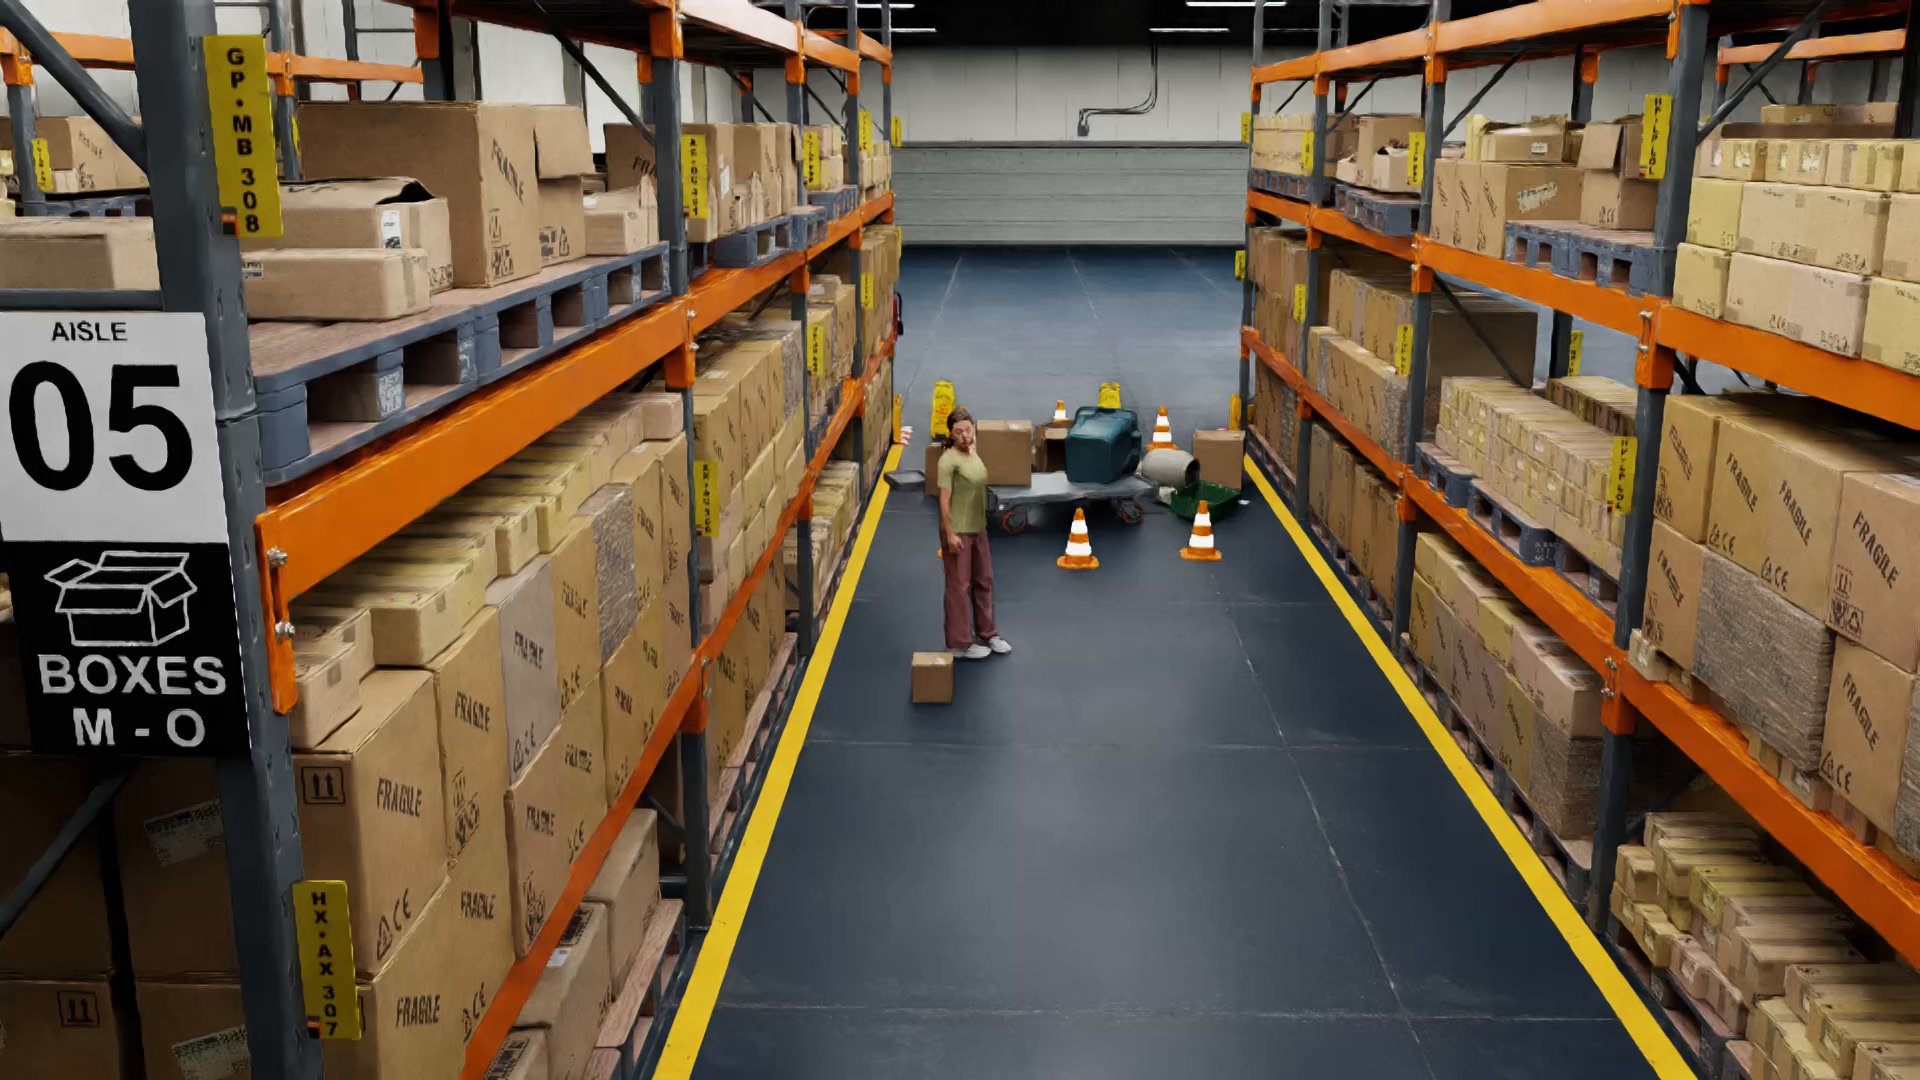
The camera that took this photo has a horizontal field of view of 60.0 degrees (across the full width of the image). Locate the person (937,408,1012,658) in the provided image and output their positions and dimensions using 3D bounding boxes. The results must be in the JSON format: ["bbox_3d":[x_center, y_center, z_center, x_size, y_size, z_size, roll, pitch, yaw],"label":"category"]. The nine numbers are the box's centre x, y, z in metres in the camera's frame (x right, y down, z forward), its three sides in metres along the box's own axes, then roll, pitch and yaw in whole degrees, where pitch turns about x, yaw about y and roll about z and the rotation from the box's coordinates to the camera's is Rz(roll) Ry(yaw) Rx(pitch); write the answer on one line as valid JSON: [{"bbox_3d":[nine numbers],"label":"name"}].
[{"bbox_3d":[0.077,-0.046,11.136,0.486,1.678,0.478,9,17,33],"label":"person"}]
